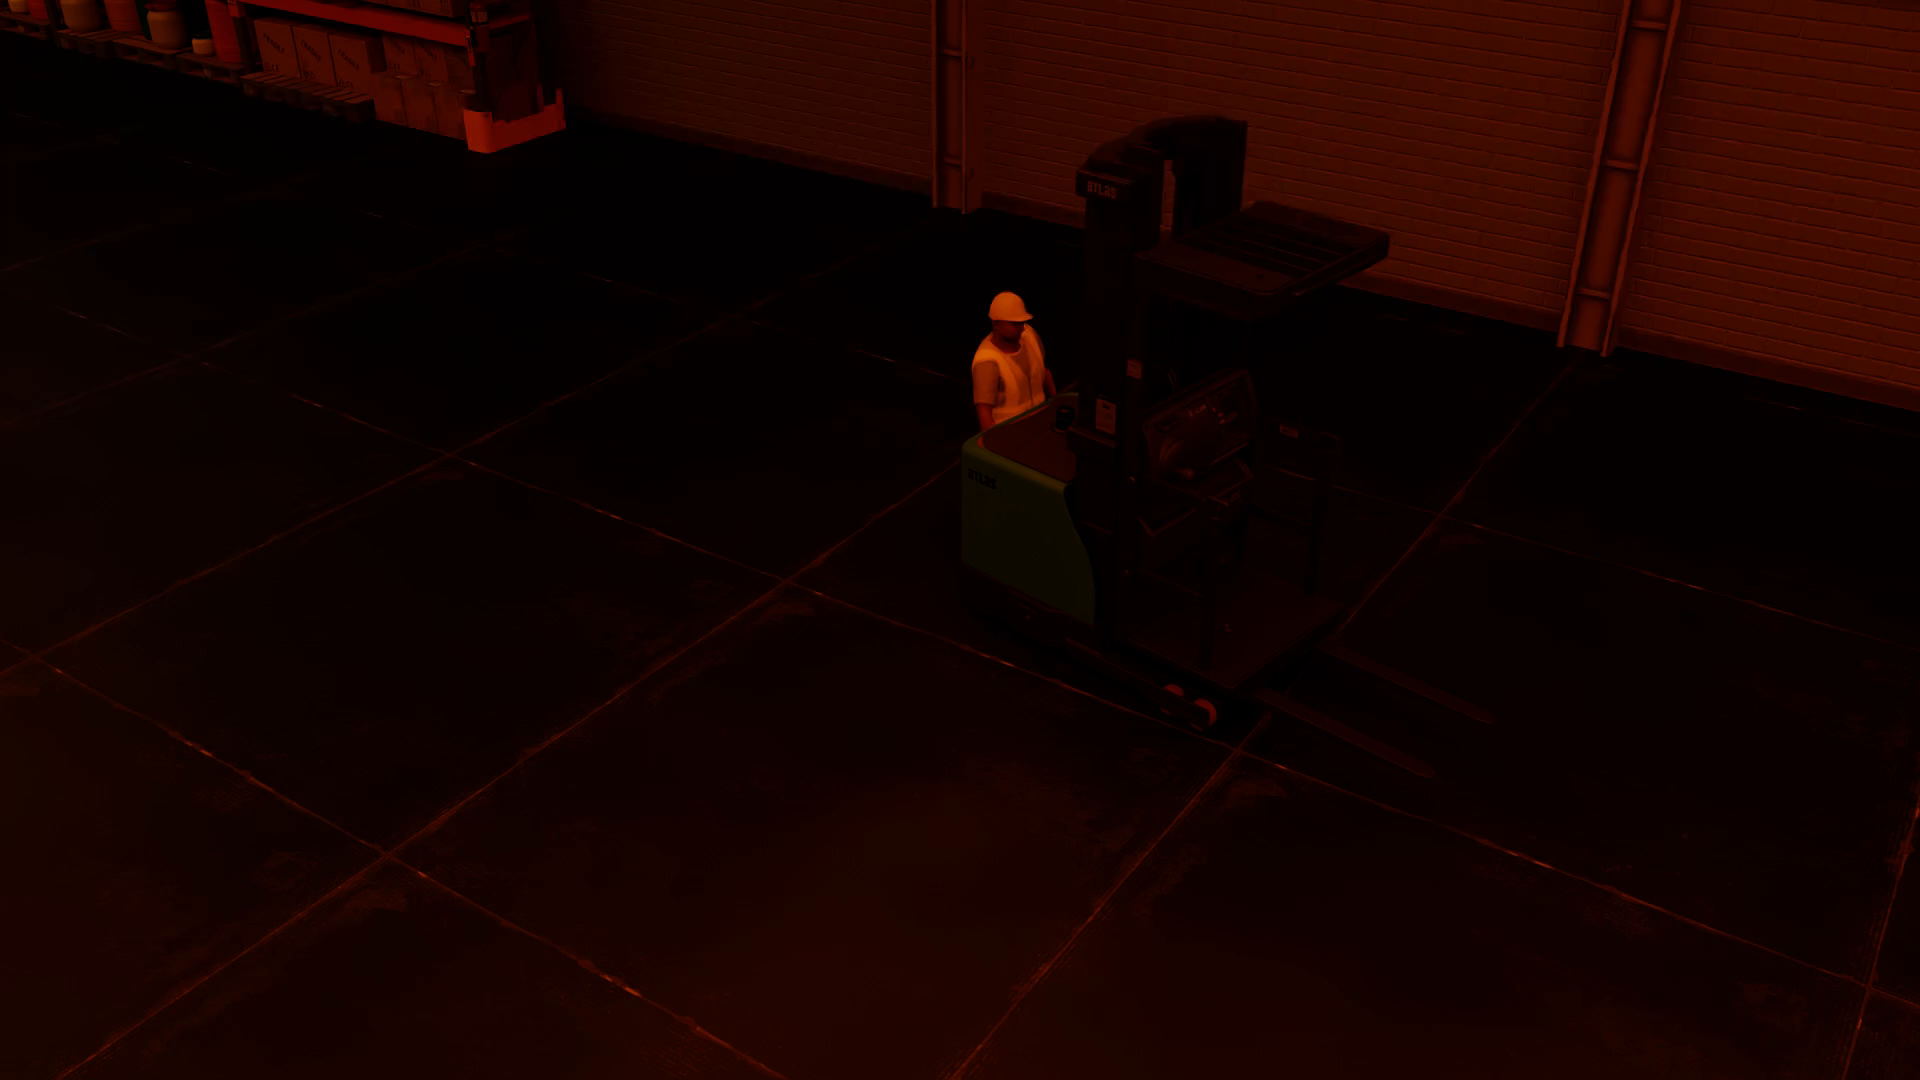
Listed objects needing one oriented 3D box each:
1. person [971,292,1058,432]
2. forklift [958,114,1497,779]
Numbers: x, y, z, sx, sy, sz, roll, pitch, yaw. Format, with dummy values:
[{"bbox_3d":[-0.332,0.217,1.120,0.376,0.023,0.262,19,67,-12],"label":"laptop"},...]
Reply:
[{"bbox_3d":[0.402,-0.637,9.936,0.789,1.692,0.725,-26,39,-37],"label":"person"},{"bbox_3d":[1.409,-0.560,8.546,3.031,2.935,1.130,25,39,36],"label":"forklift"}]
